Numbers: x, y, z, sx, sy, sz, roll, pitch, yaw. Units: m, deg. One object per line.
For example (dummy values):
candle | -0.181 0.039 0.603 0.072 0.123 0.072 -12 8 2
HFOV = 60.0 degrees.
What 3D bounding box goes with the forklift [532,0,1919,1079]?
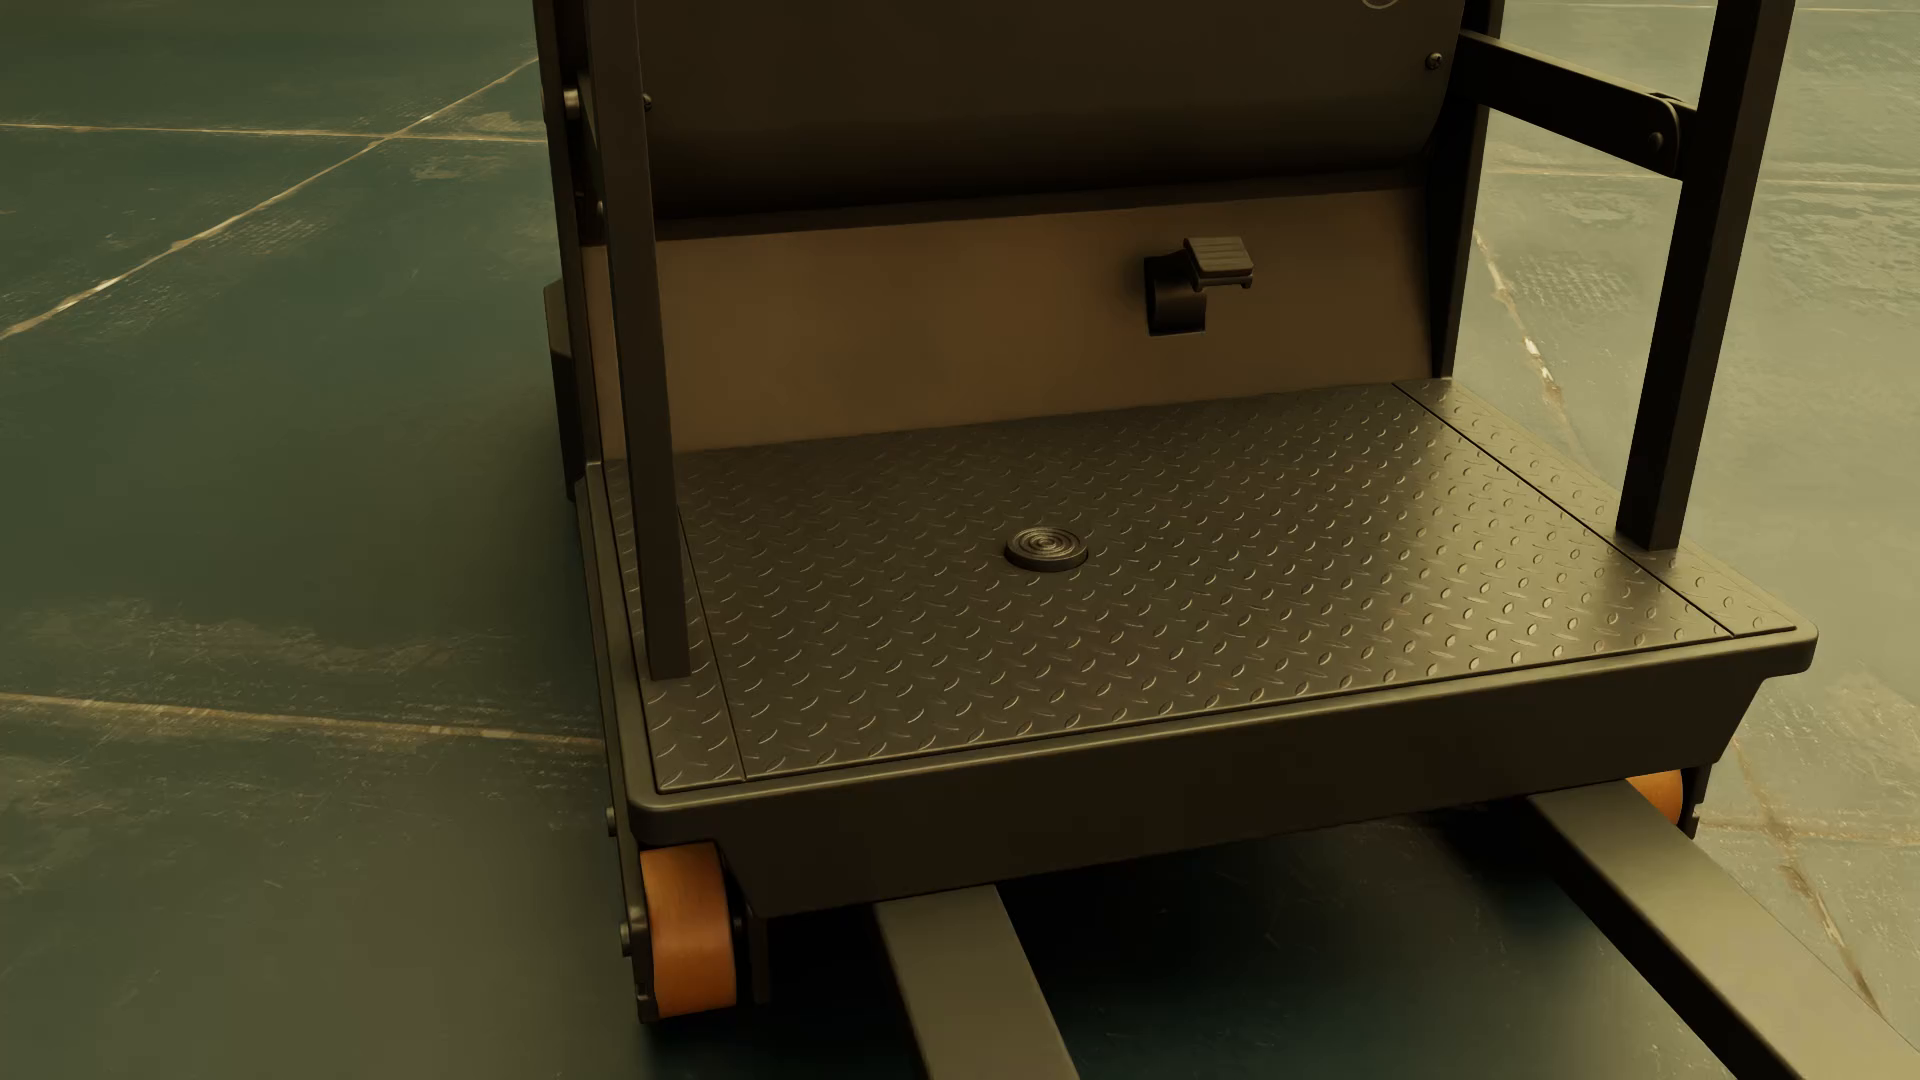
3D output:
forklift | 0.153 -1.049 1.319 1.130 2.935 3.031 -7 27 -13
